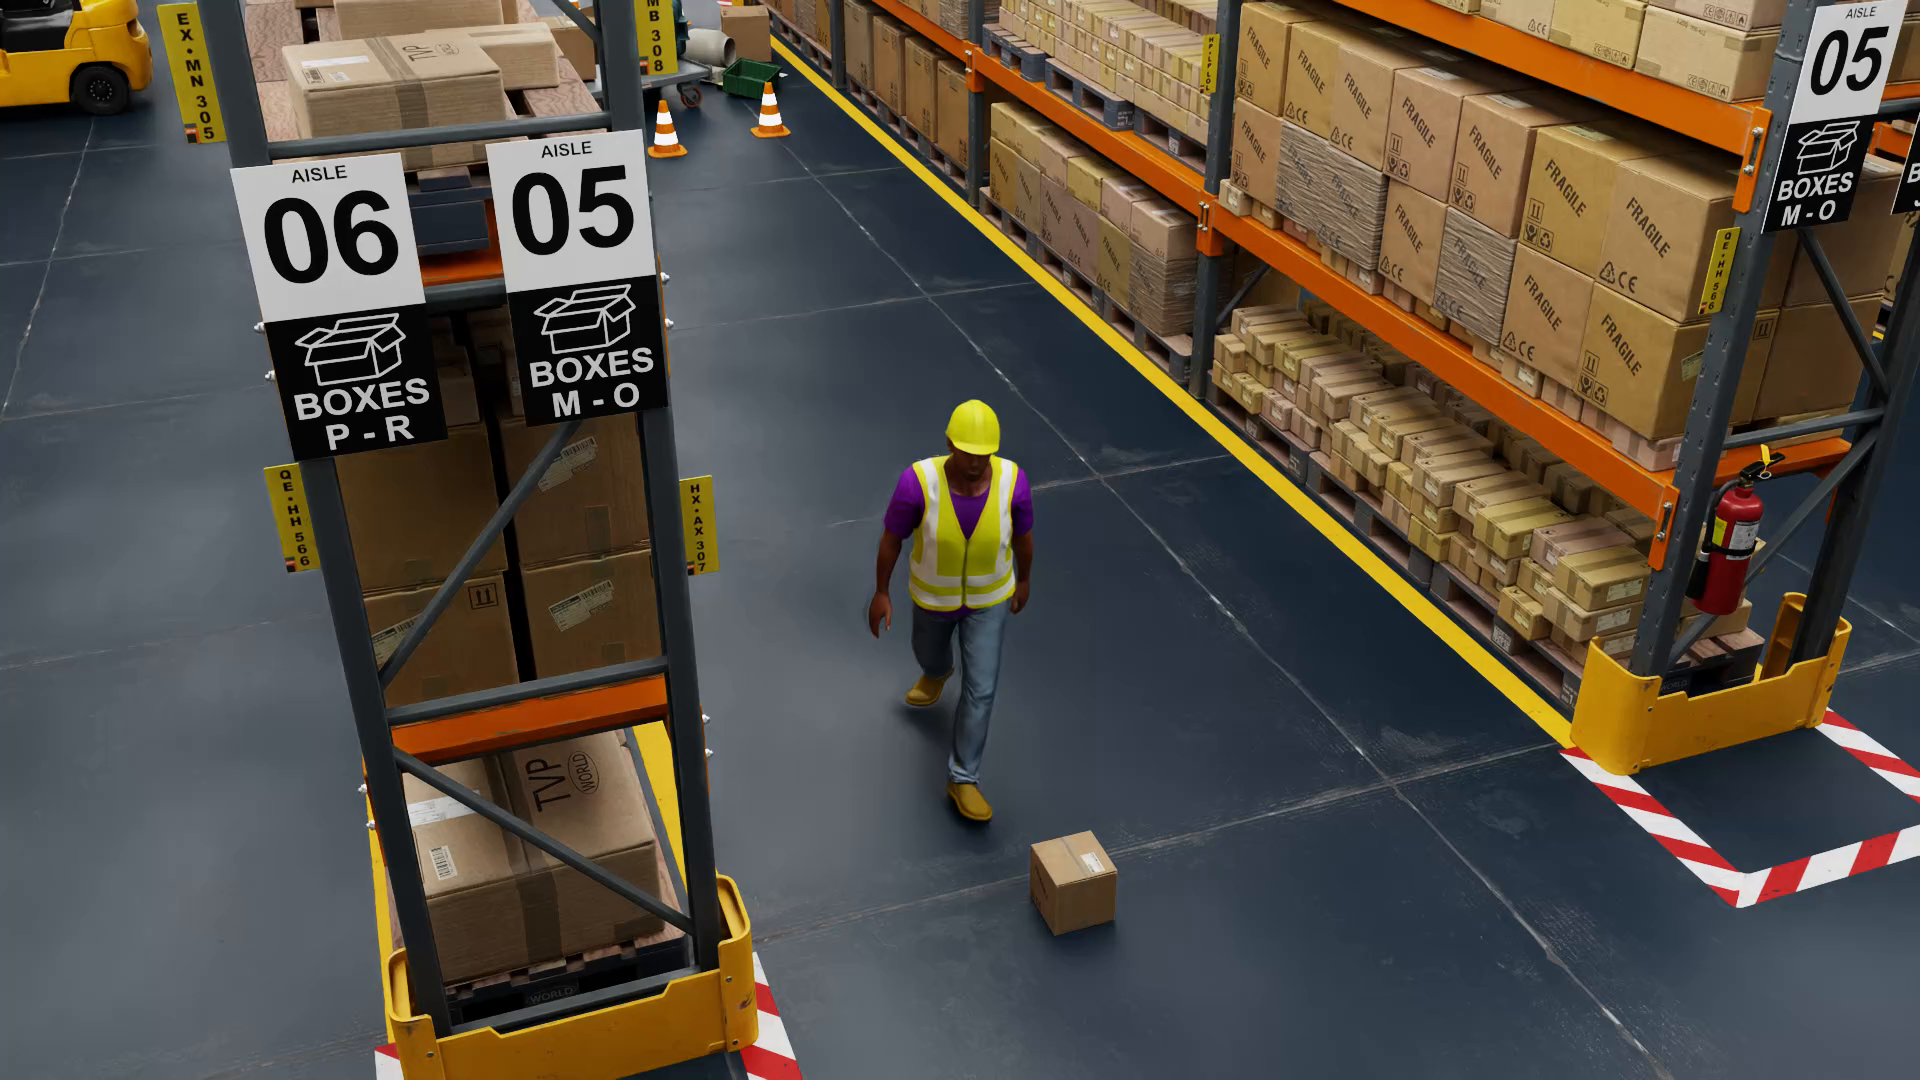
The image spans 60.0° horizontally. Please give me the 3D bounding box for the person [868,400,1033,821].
[{"bbox_3d":[-0.038,0.190,6.786,0.682,1.727,1.029,-2,30,-4],"label":"person"}]
